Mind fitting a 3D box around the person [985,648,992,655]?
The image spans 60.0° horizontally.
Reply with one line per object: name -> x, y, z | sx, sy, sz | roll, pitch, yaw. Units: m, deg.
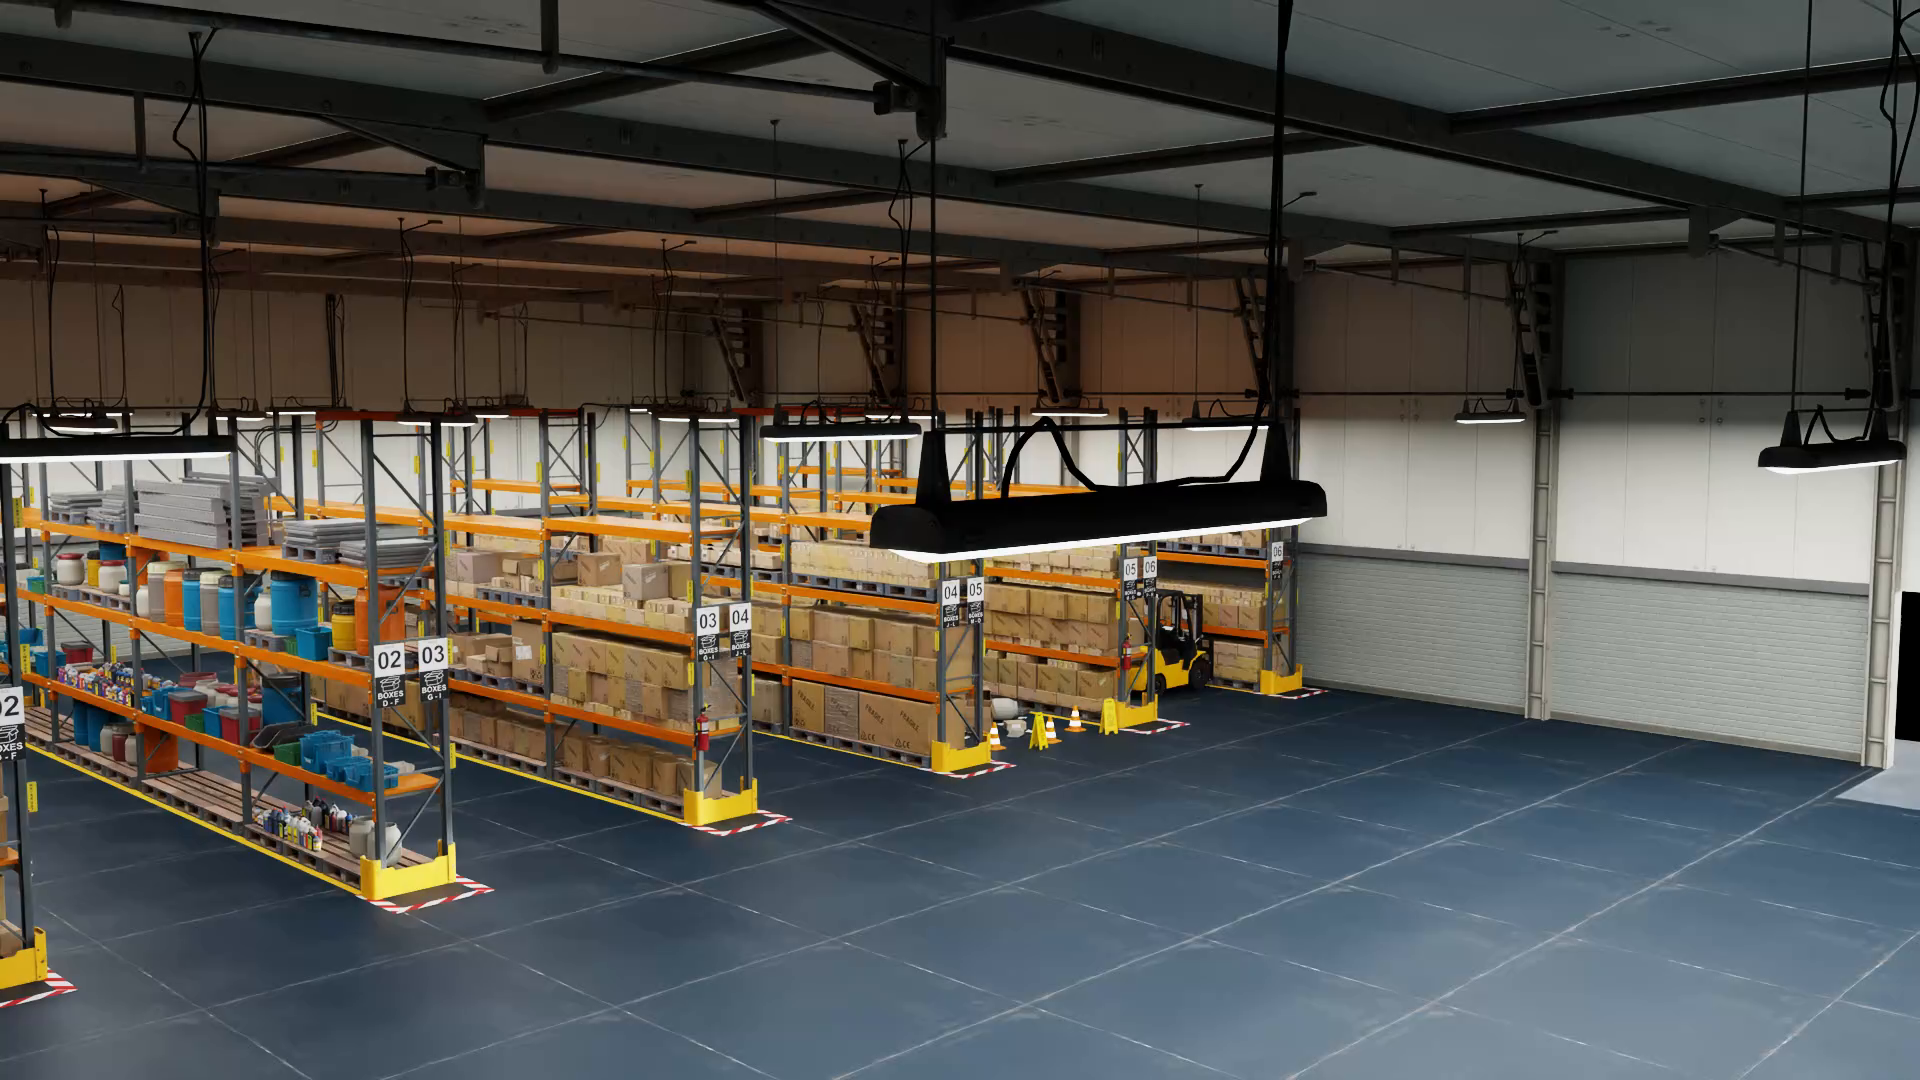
person -> 0.615, 2.070, 39.177 | 0.329, 1.591, 0.498 | -5, 7, -44

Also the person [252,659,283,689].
person -> -13.217, 2.720, 31.790 | 0.577, 1.672, 0.932 | -5, 7, -42
